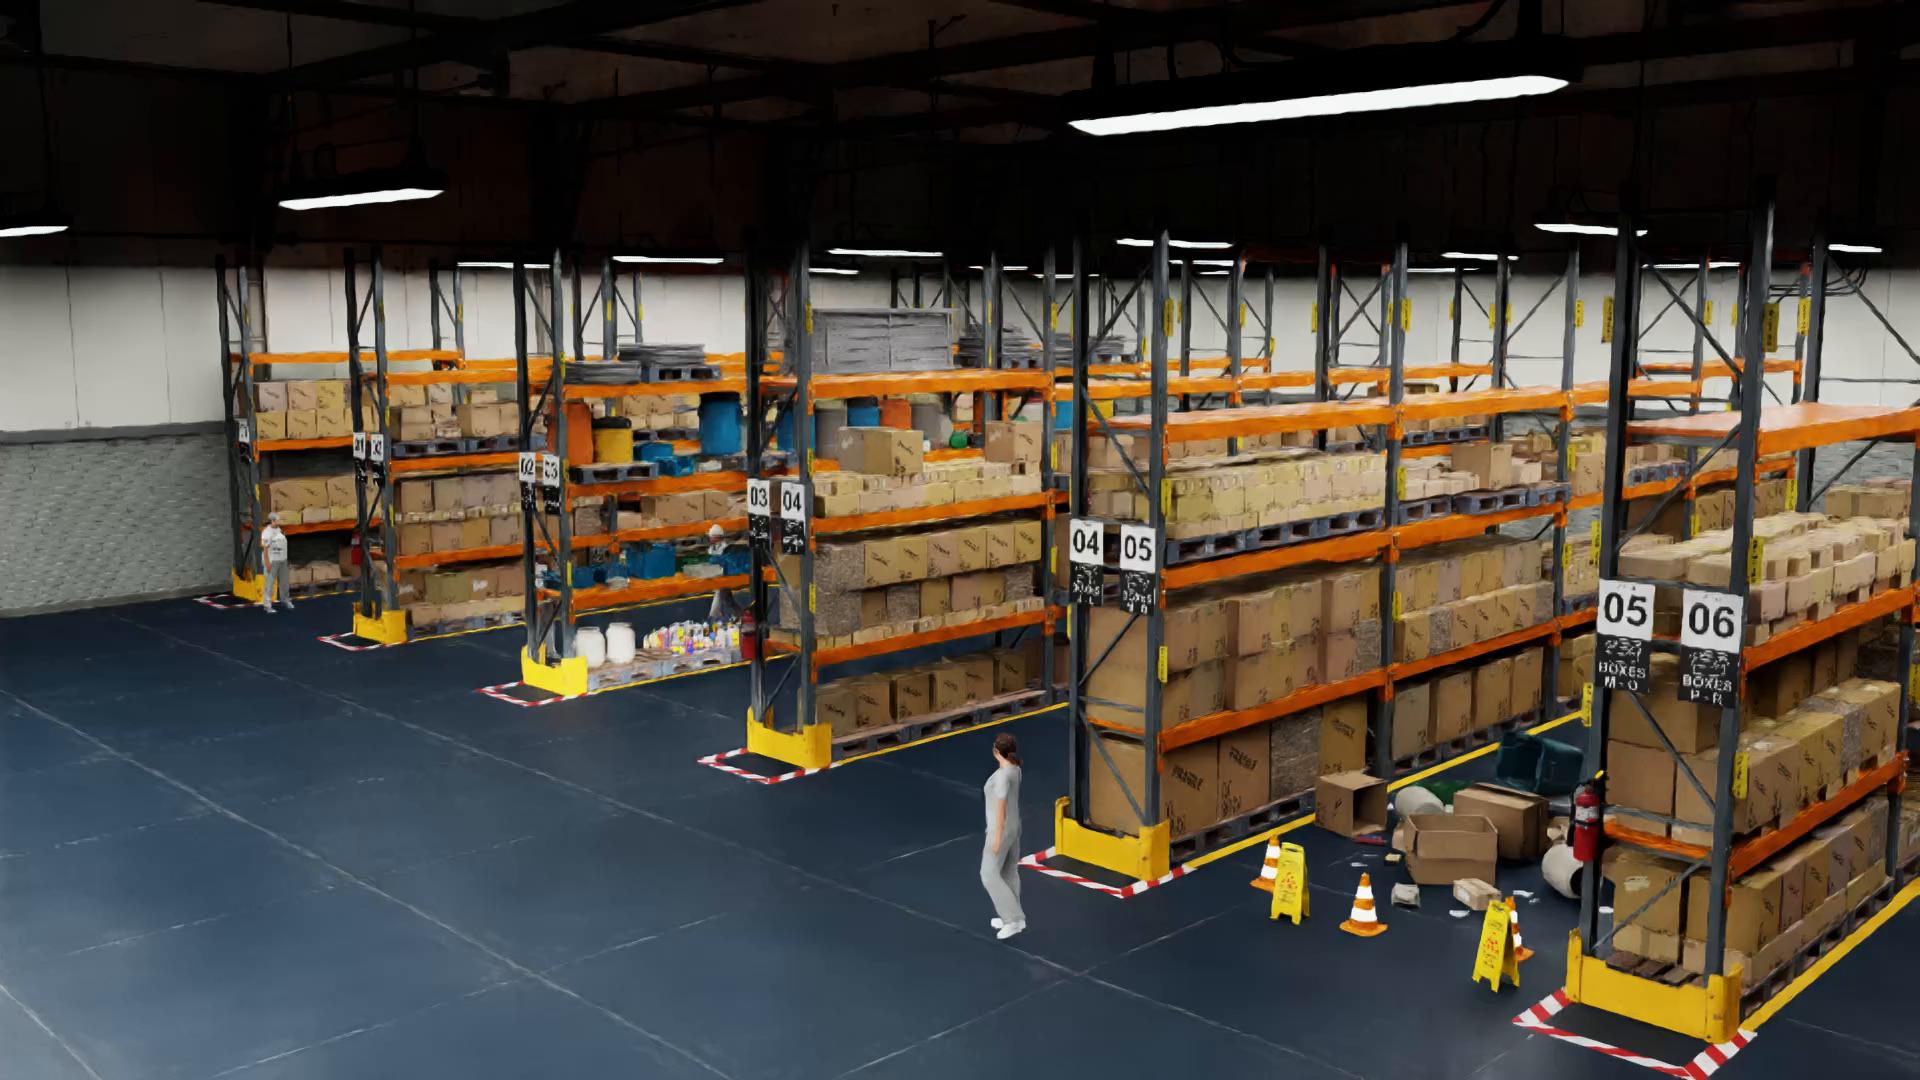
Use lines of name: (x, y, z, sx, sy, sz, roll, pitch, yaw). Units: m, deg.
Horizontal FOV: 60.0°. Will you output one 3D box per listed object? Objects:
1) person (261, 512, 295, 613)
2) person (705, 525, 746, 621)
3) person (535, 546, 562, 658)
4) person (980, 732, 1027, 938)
person: (-11.546, 0.362, 28.080, 0.449, 1.671, 0.534, 2, 8, 13)
person: (-3.802, 0.599, 26.244, 1.100, 1.697, 0.544, -7, 11, -40)
person: (-6.028, 0.923, 24.088, 0.422, 1.676, 0.489, 2, 8, 13)
person: (0.376, 2.411, 13.660, 0.397, 1.665, 0.568, 3, 9, 19)
